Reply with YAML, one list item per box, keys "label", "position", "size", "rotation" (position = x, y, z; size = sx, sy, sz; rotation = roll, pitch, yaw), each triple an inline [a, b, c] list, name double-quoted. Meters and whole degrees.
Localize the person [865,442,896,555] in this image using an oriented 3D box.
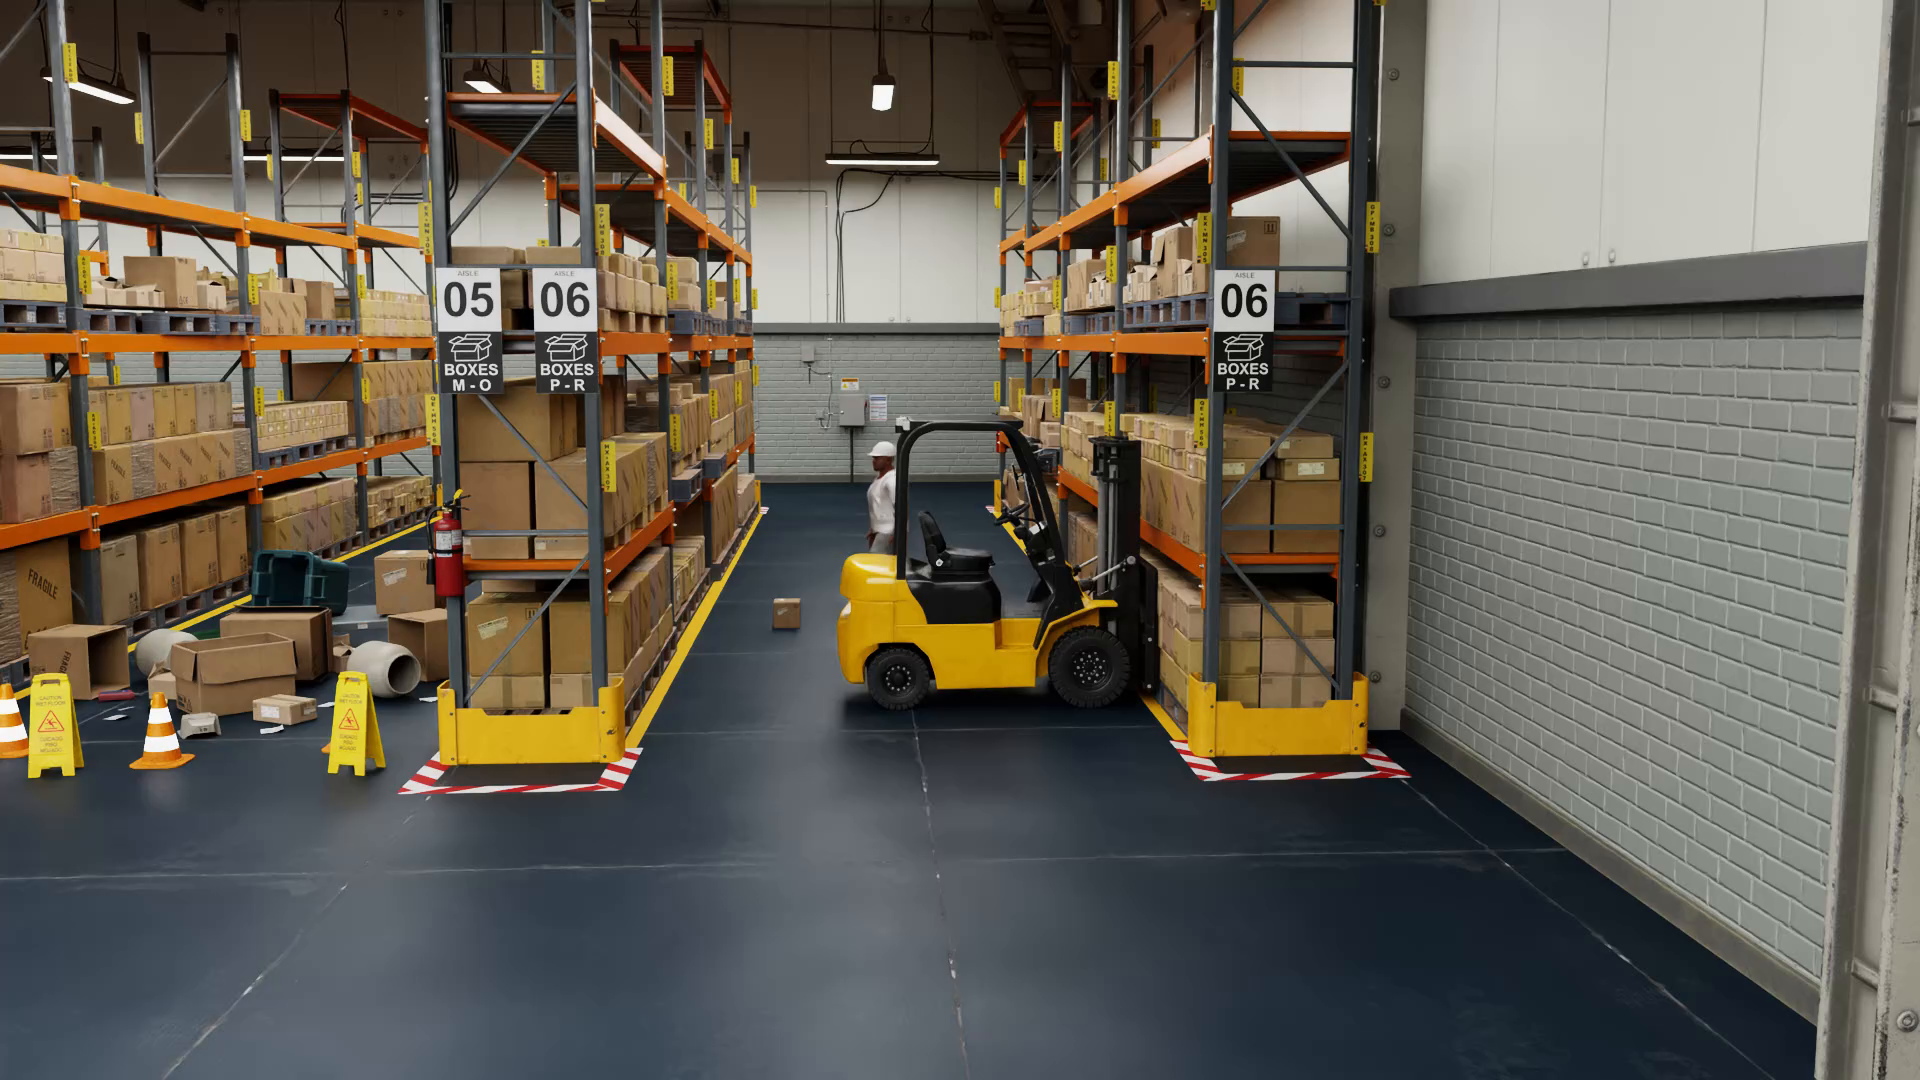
- label: "person"
  position: [-0.799, -0.079, 16.167]
  size: [0.783, 1.746, 0.589]
  rotation: [-1, 7, -12]
